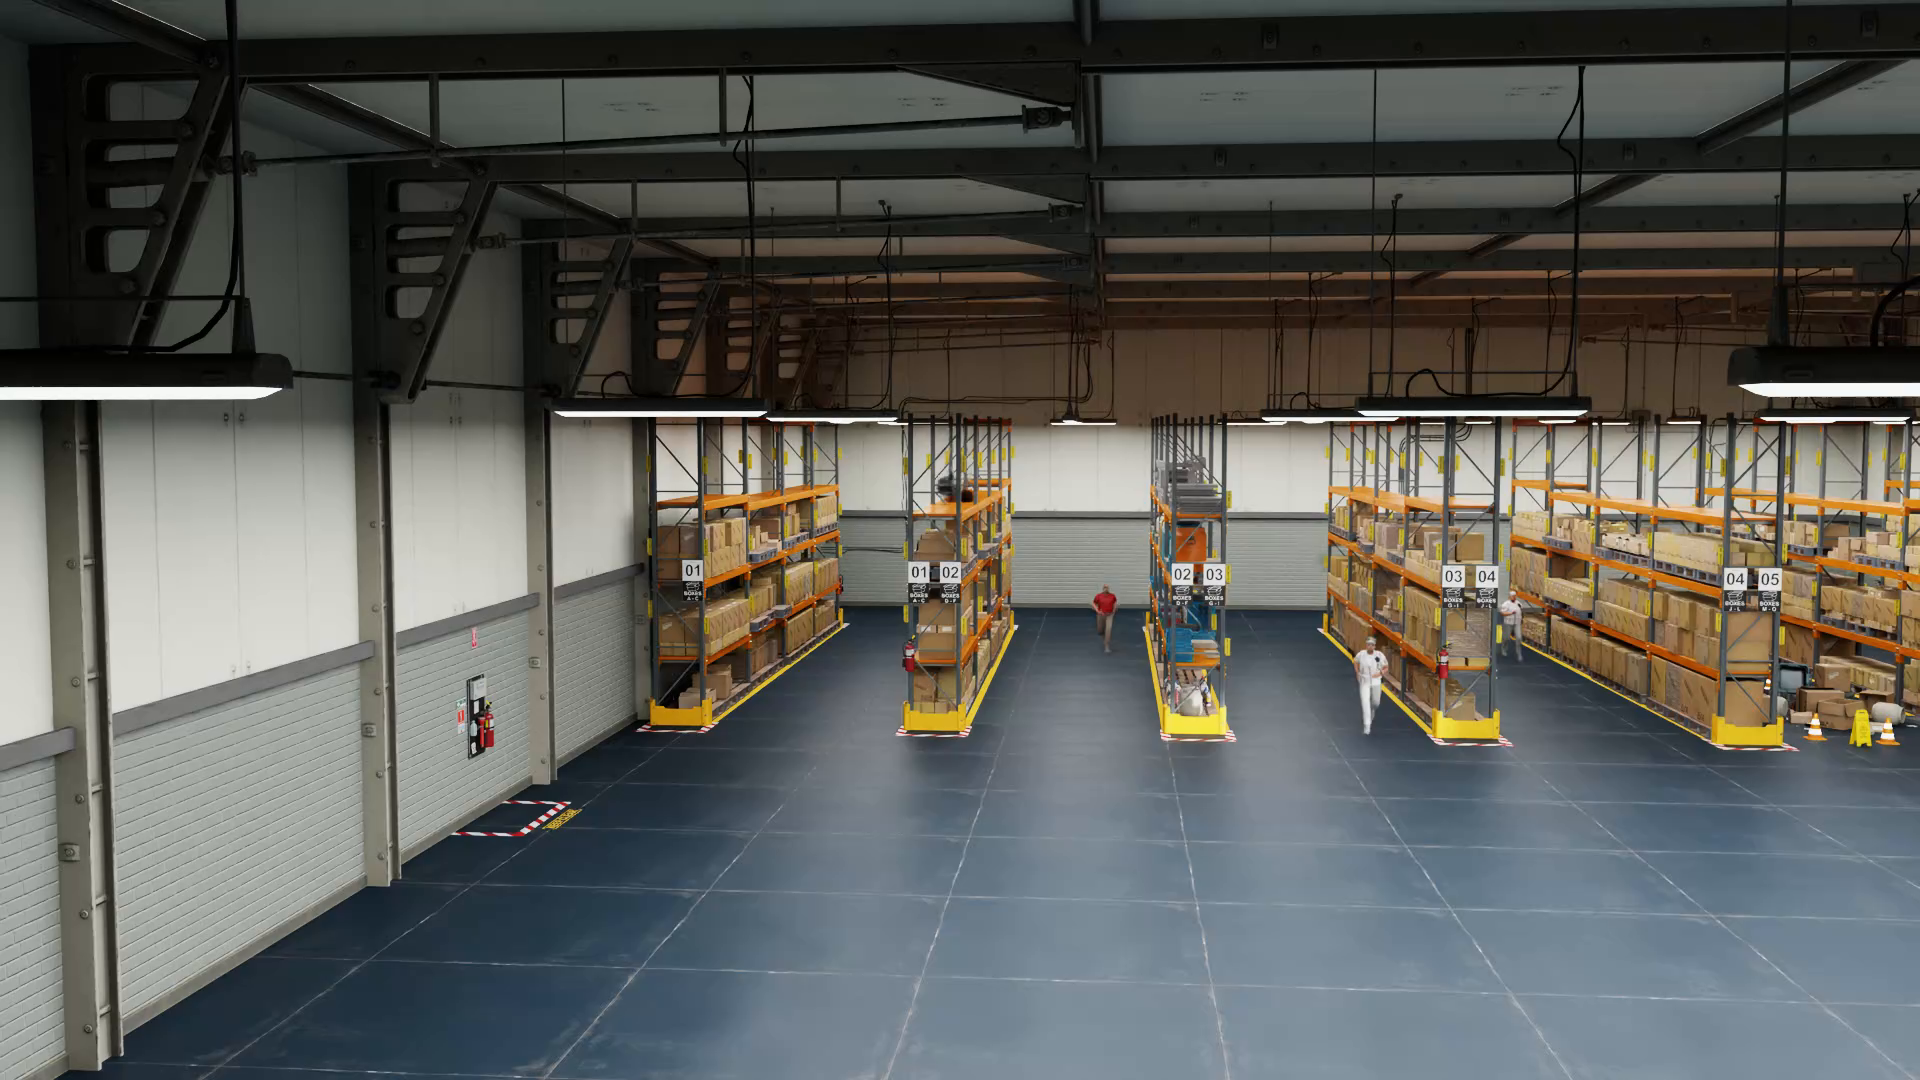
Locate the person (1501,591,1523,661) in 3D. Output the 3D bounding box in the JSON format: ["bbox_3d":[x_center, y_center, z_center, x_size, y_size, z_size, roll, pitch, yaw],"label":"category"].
[{"bbox_3d":[13.701,2.114,41.251,0.600,1.708,0.856,0,4,2],"label":"person"}]

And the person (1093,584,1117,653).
[{"bbox_3d":[3.740,2.007,42.954,0.634,1.731,1.099,0,4,6],"label":"person"}]

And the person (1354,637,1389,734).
[{"bbox_3d":[7.820,2.725,31.603,0.629,1.803,1.143,1,4,8],"label":"person"}]
